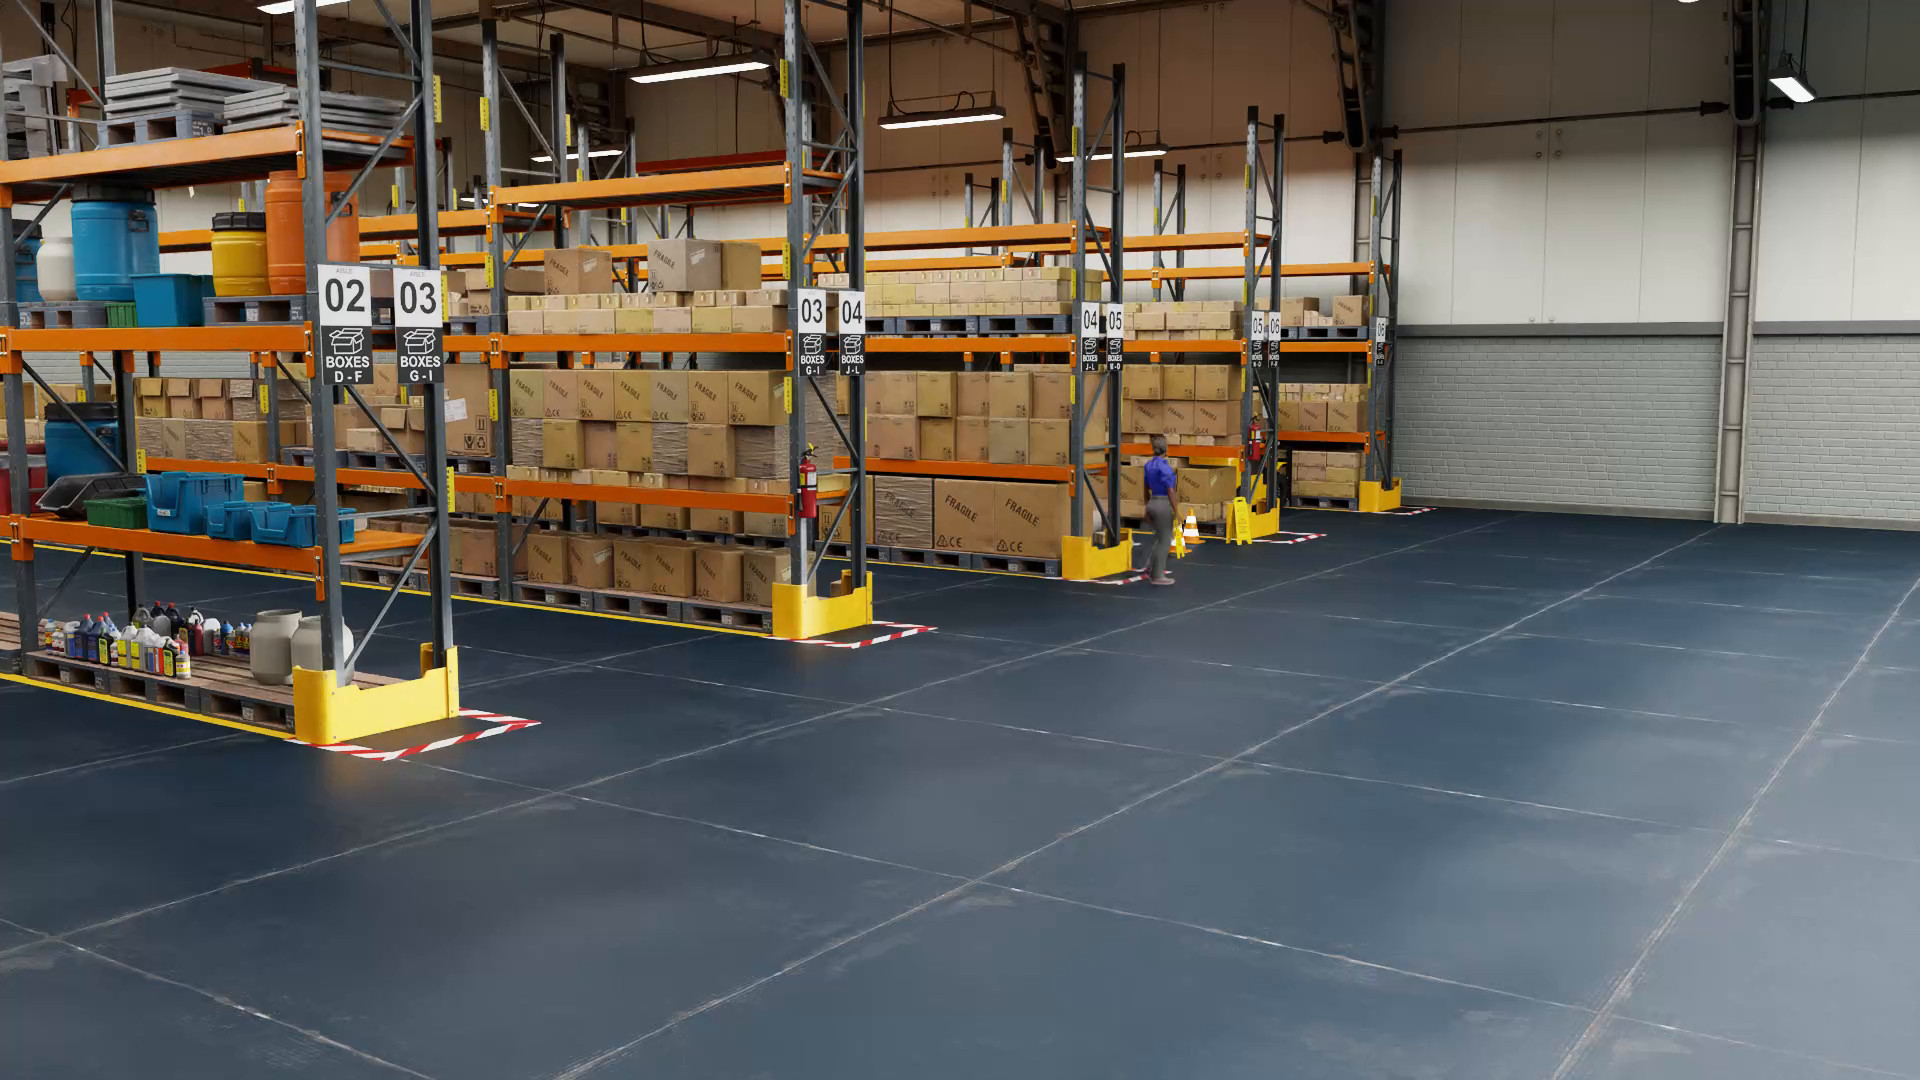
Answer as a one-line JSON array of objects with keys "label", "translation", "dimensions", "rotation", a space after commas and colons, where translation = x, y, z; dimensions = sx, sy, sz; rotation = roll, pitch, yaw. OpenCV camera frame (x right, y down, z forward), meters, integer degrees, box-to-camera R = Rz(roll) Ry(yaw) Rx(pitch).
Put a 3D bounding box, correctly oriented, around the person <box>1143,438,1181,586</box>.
[{"label": "person", "translation": [2.287, -0.304, 18.641], "dimensions": [0.399, 1.691, 0.454], "rotation": [-2, 7, -20]}]
